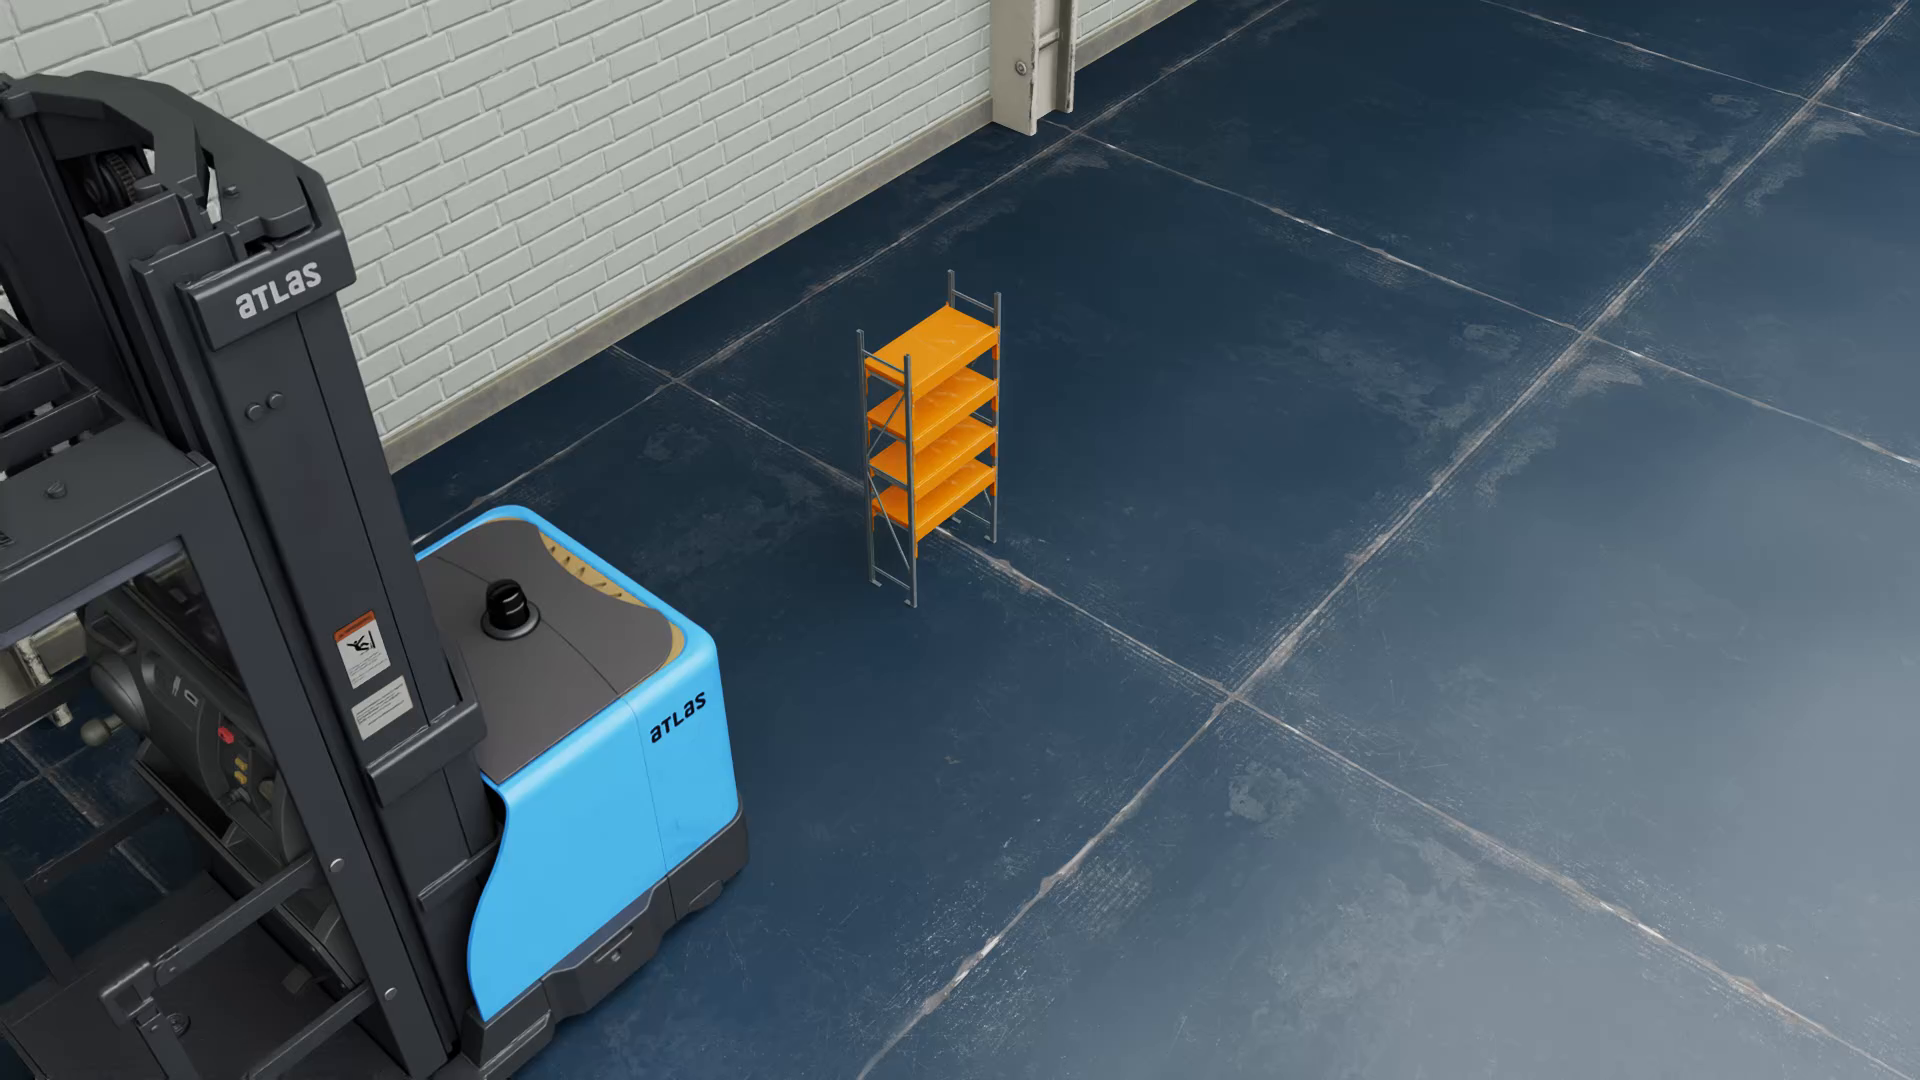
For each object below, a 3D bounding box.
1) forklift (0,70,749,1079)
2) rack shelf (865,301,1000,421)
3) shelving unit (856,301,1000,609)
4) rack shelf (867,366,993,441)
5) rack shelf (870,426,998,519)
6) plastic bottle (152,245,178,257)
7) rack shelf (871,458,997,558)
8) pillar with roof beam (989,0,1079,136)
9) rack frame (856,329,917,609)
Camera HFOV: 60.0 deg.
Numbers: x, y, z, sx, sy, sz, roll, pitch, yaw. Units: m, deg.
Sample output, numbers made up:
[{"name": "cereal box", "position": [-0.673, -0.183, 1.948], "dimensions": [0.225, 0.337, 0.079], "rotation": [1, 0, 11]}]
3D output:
[{"name": "forklift", "position": [-2.045, 0.532, 3.986], "dimensions": [1.130, 2.935, 3.031], "rotation": [30, 50, 29]}, {"name": "rack shelf", "position": [-0.106, -0.649, 5.988], "dimensions": [0.258, 0.148, 0.480], "rotation": [29, 50, 28]}, {"name": "shelving unit", "position": [-0.110, -0.356, 6.249], "dimensions": [0.258, 1.200, 0.492], "rotation": [29, 50, 28]}, {"name": "rack shelf", "position": [-0.107, -0.514, 6.111], "dimensions": [0.221, 0.021, 0.457], "rotation": [29, 50, 28]}, {"name": "rack shelf", "position": [-0.107, -0.309, 6.298], "dimensions": [0.258, 0.148, 0.480], "rotation": [29, 50, 28]}, {"name": "plastic bottle", "position": [-1.761, -0.667, 3.335], "dimensions": [0.754, 0.105, 0.141], "rotation": [28, 49, 27]}, {"name": "rack shelf", "position": [-0.107, -0.162, 6.431], "dimensions": [0.258, 0.148, 0.480], "rotation": [29, 50, 28]}, {"name": "pillar with roof beam", "position": [3.695, -3.871, 4.318], "dimensions": [9.100, 9.000, 0.400], "rotation": [29, 50, 28]}, {"name": "rack frame", "position": [-0.264, -0.233, 6.114], "dimensions": [0.240, 1.200, 0.015], "rotation": [29, 50, 28]}]
